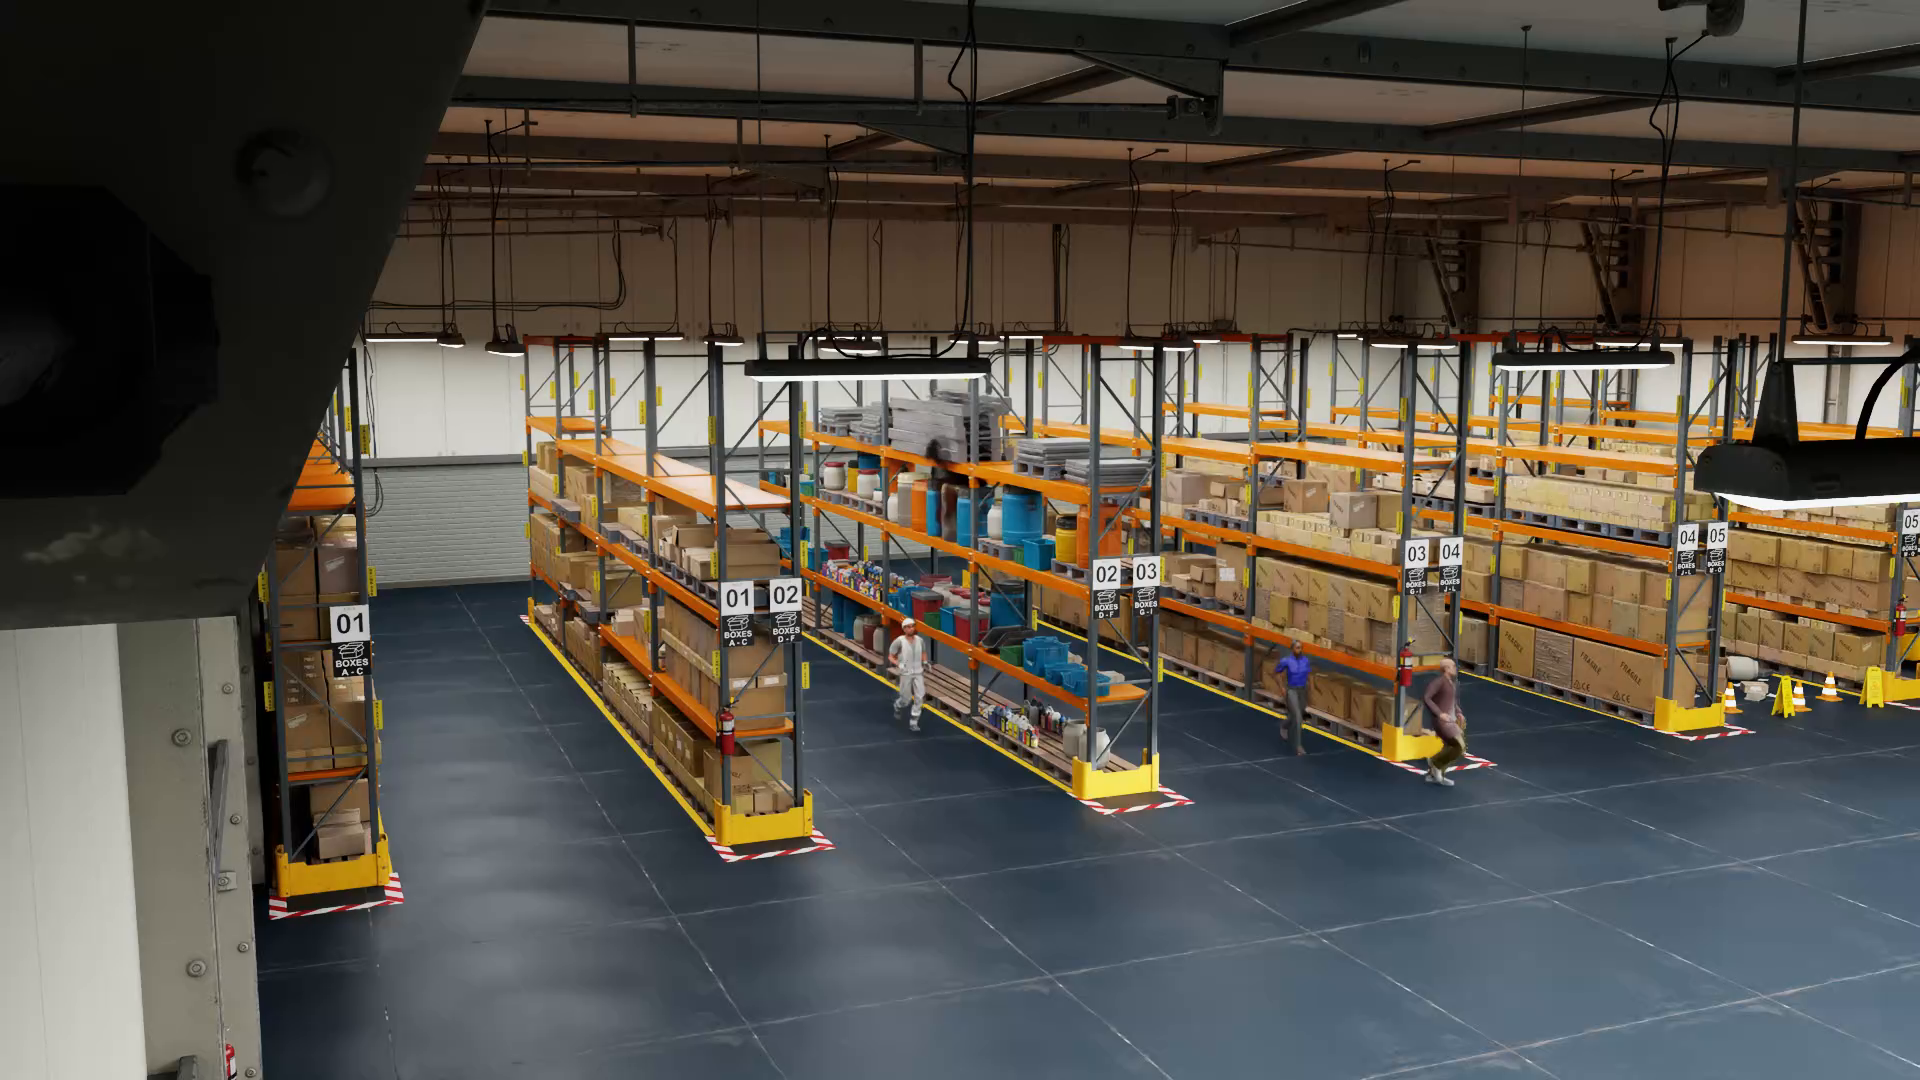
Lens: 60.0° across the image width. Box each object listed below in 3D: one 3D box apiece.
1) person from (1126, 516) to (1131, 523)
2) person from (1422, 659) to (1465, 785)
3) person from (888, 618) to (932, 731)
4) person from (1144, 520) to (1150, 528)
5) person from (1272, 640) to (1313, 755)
[{"bbox_3d":[4.092,0.078,41.425,0.470,1.493,0.623,-3,8,-20],"label":"person"},{"bbox_3d":[6.629,2.479,22.583,0.551,1.742,0.739,5,9,35],"label":"person"},{"bbox_3d":[-0.780,2.064,25.674,0.658,1.740,0.681,-4,8,-26],"label":"person"},{"bbox_3d":[4.771,-0.066,41.604,0.693,1.699,0.641,6,10,39],"label":"person"},{"bbox_3d":[4.903,2.278,24.509,0.598,1.660,0.816,-3,8,-22],"label":"person"}]
